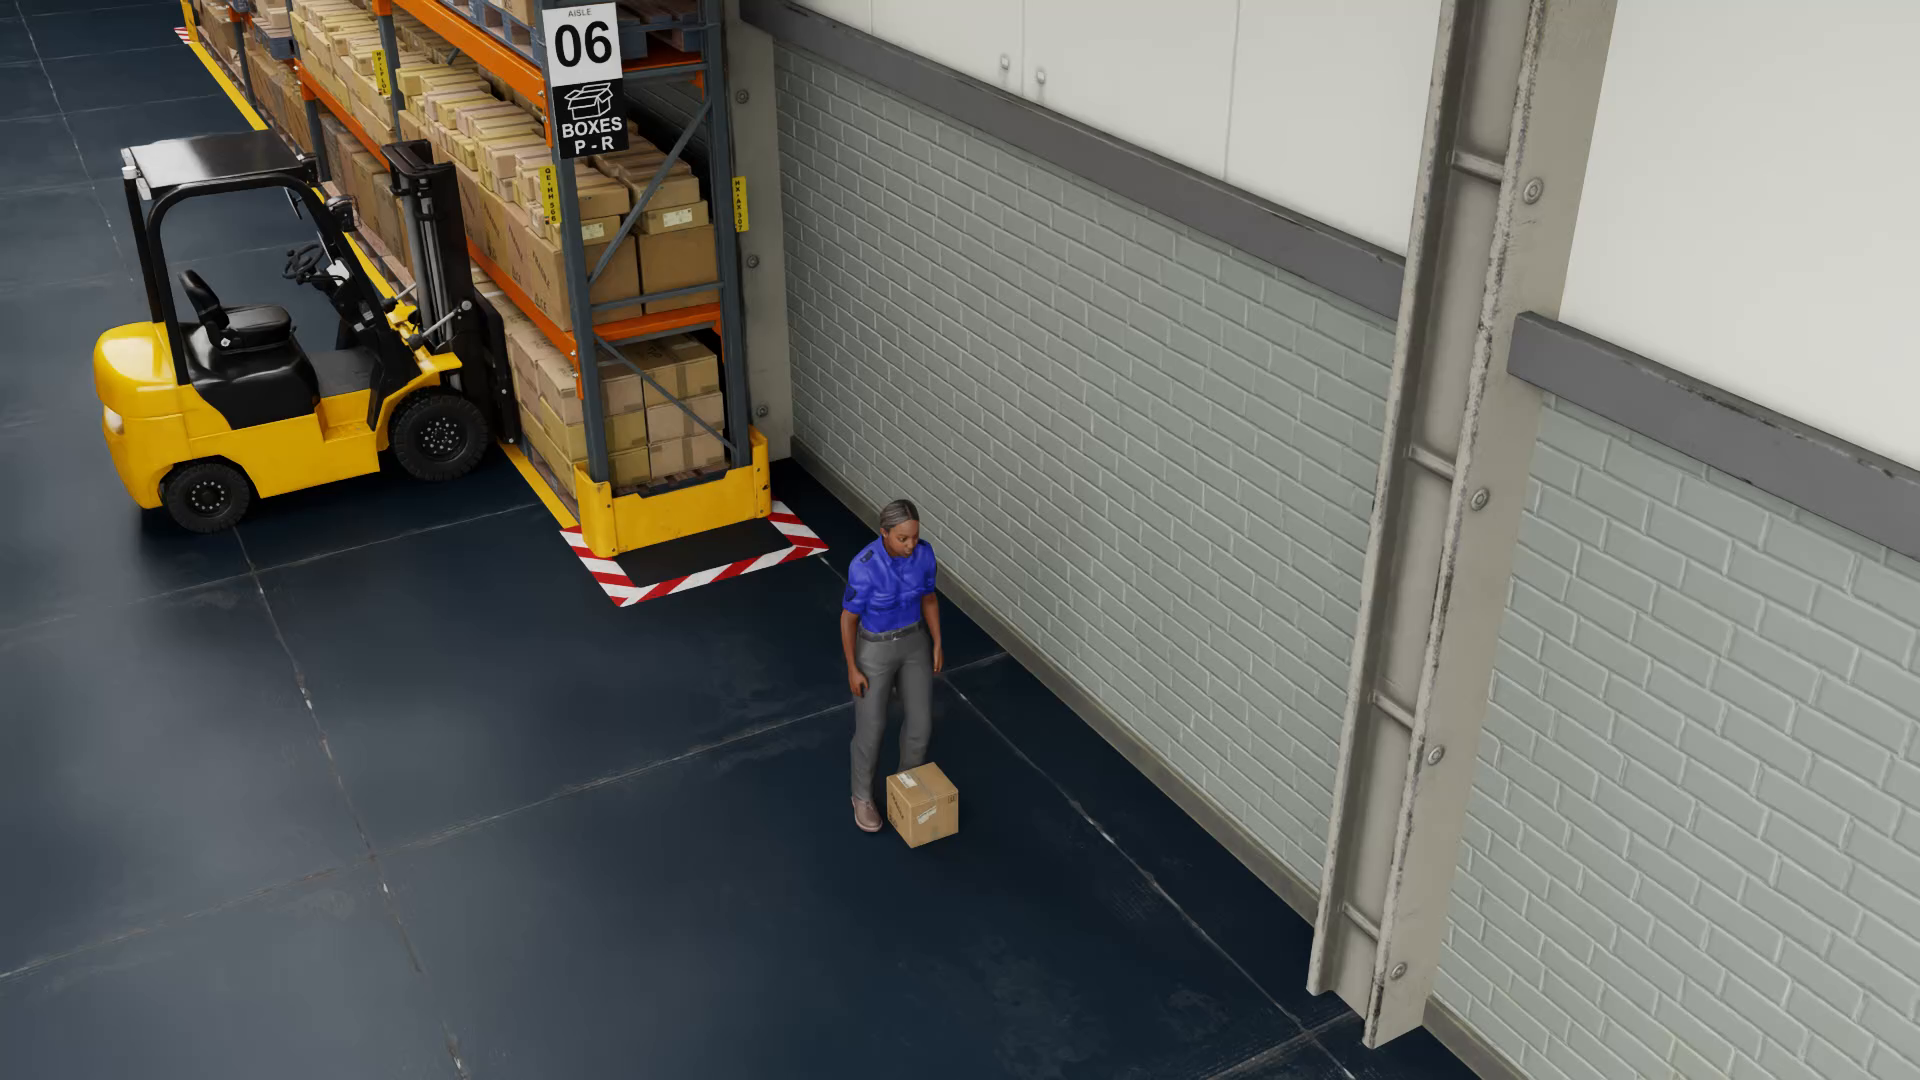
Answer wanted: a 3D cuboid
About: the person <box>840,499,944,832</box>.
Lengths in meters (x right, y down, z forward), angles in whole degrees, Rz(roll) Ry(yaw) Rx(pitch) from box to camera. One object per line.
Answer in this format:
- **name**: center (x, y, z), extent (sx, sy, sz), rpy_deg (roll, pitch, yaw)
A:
- **person**: center (-0.296, 0.541, 7.591), extent (0.505, 1.655, 0.392), rpy_deg (-16, 33, -26)
